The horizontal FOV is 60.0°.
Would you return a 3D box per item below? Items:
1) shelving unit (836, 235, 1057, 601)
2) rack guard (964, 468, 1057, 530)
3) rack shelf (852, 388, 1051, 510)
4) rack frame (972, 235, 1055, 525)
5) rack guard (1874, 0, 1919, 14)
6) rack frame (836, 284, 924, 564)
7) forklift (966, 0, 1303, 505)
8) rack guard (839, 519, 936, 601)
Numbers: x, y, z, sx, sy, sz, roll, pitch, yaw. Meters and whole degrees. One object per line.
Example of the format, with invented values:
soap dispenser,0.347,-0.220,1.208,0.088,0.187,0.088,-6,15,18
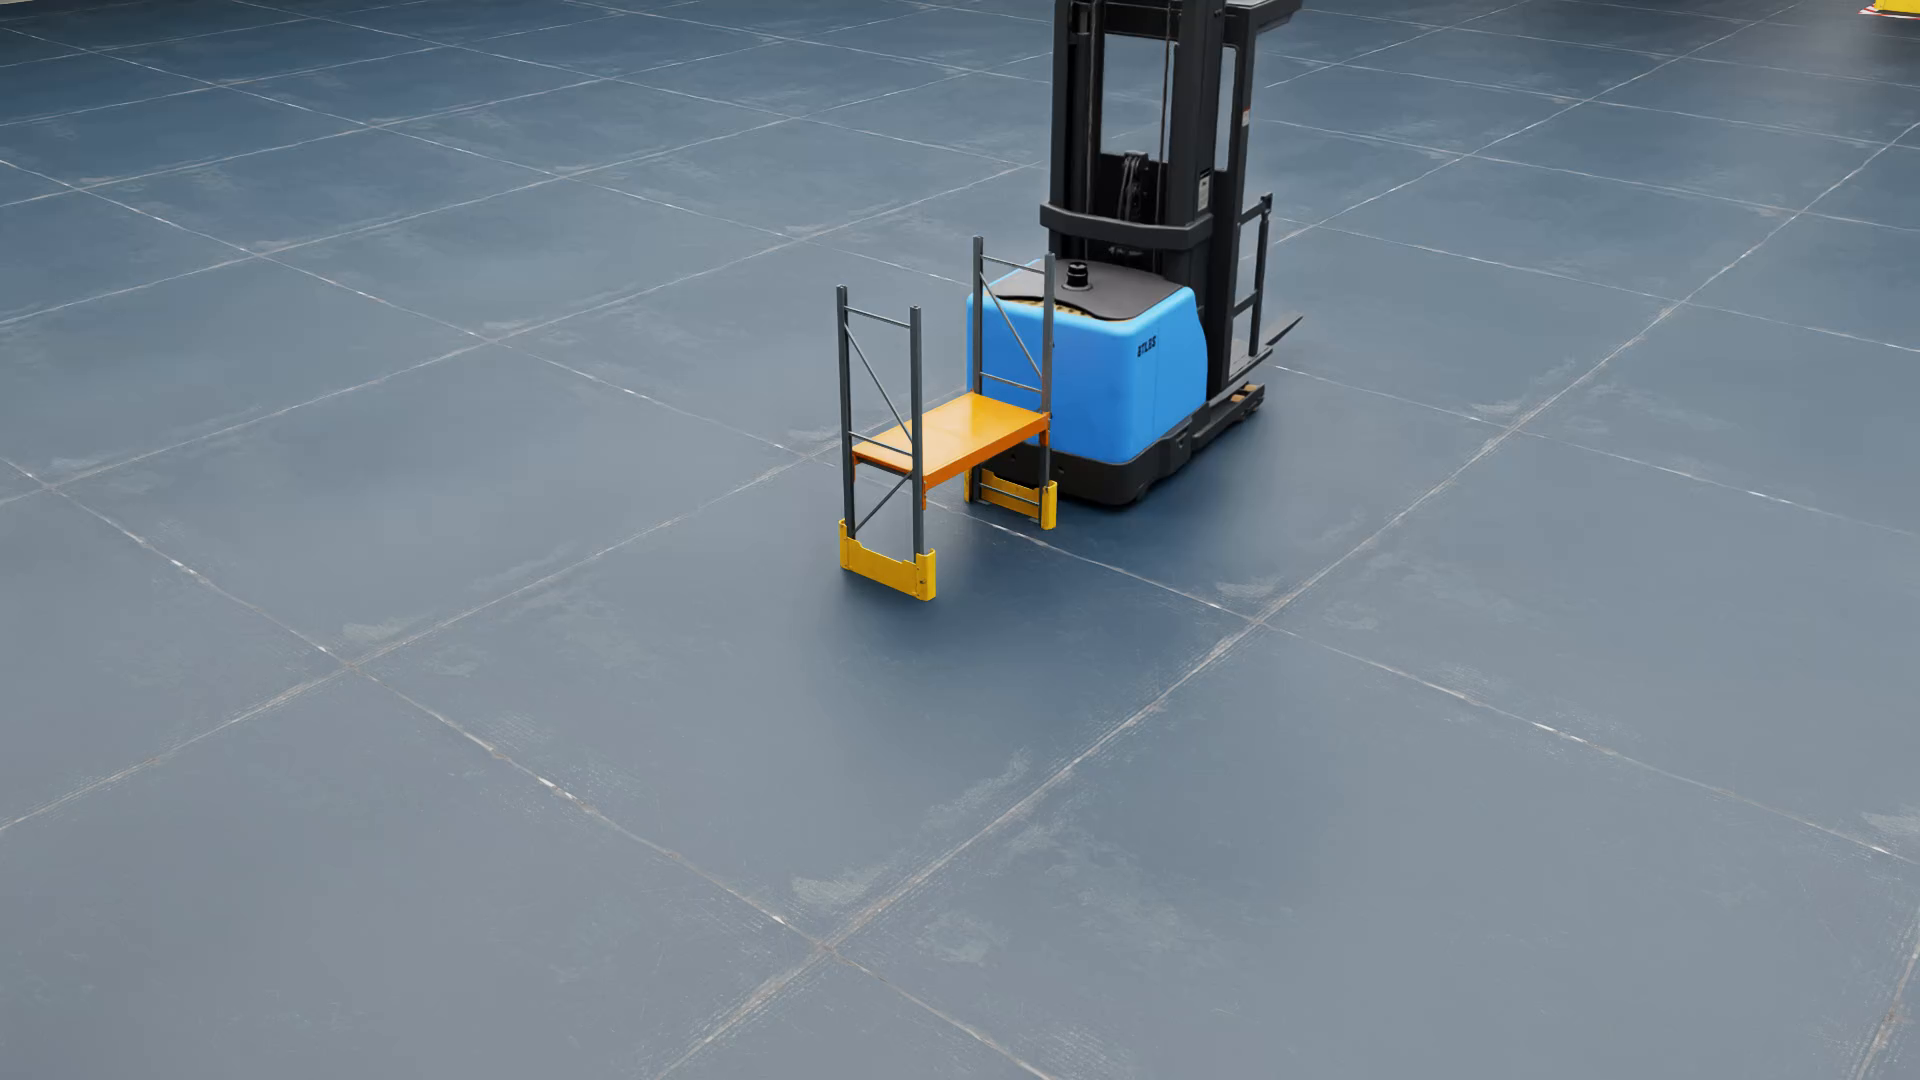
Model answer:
shelving unit,-0.048,-0.639,8.353,0.587,1.500,1.083,21,34,34
rack guard,0.268,-0.261,8.982,0.587,0.250,0.087,21,34,34
rack shelf,-0.054,-0.476,8.430,0.538,0.185,1.000,21,34,34
rack frame,0.269,-0.816,8.695,0.500,1.500,0.032,21,34,34
rack guard,13.114,-7.418,22.546,1.175,0.500,0.348,21,34,34
rack frame,-0.378,-0.456,7.999,0.500,1.500,0.032,21,34,34
forklift,1.228,-2.125,9.669,1.130,2.935,3.031,16,31,28
rack guard,-0.365,0.093,8.299,0.587,0.250,0.087,21,34,34
